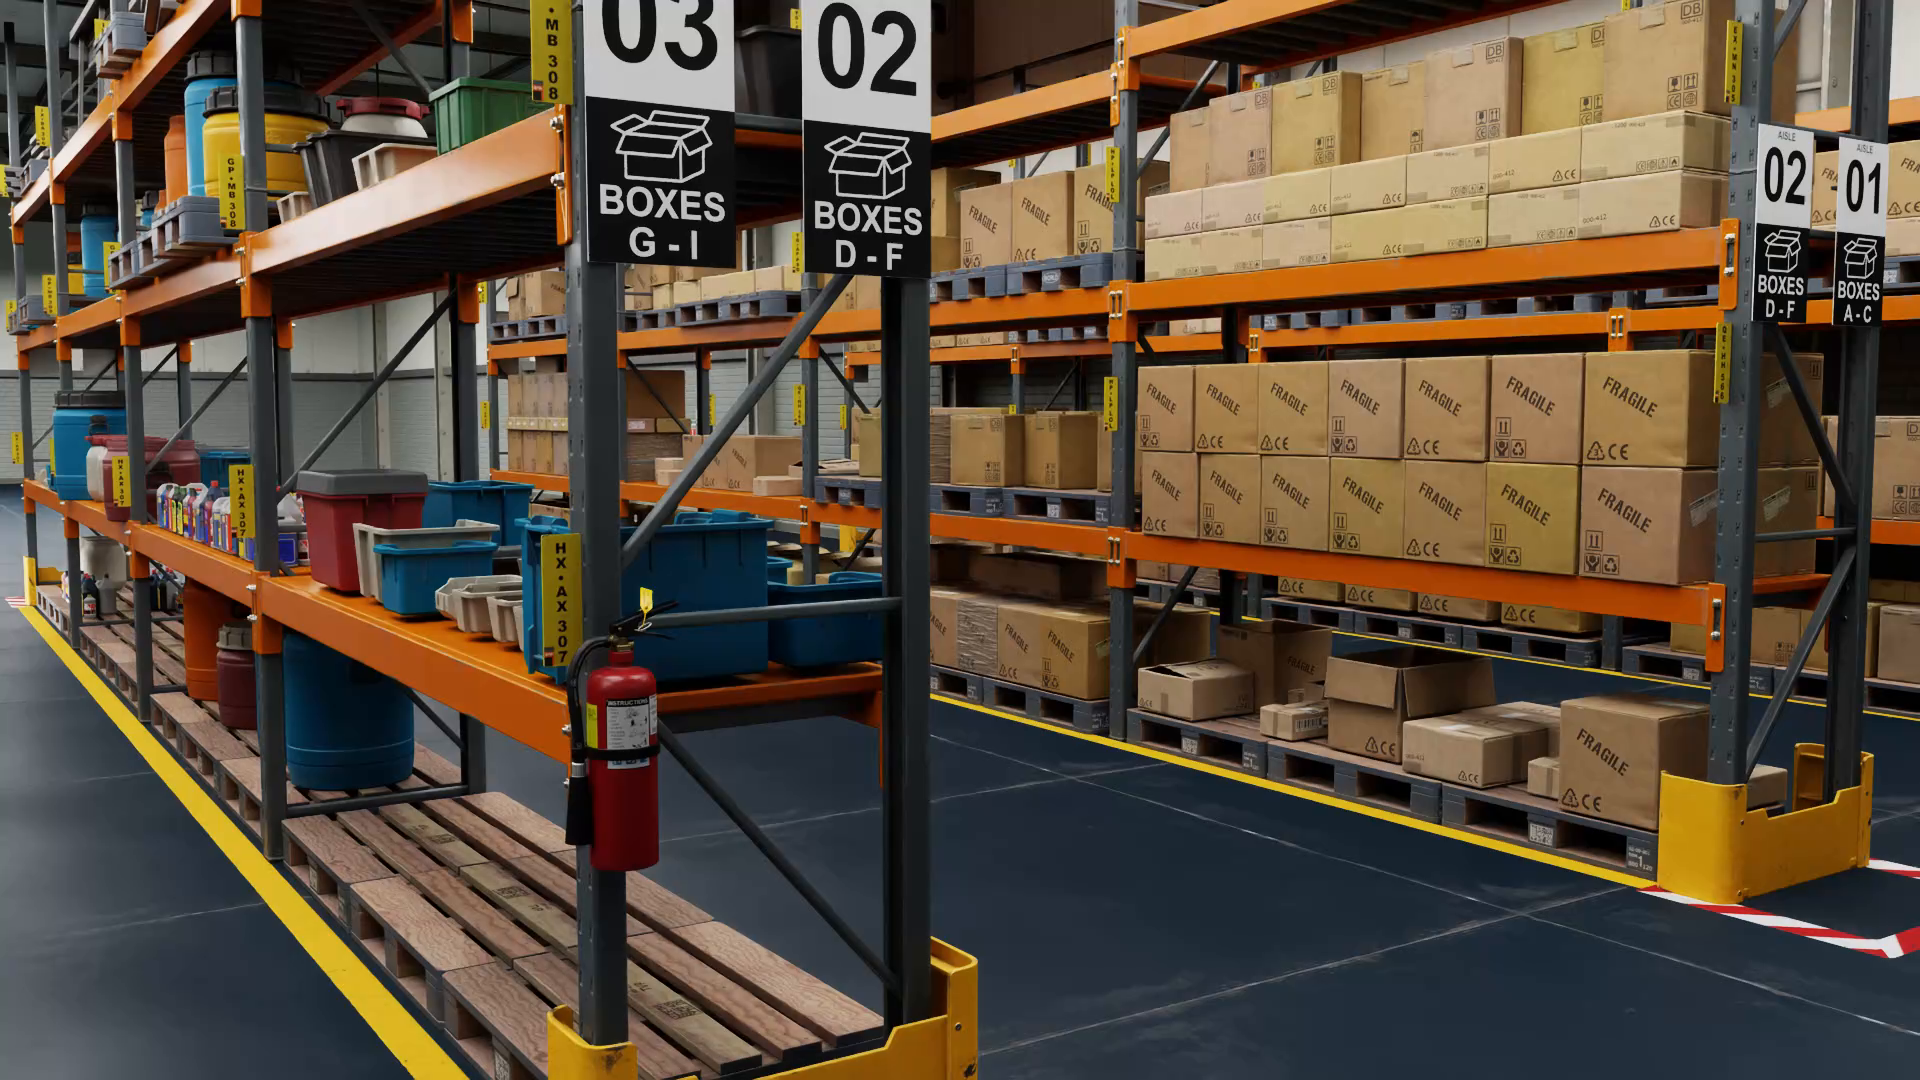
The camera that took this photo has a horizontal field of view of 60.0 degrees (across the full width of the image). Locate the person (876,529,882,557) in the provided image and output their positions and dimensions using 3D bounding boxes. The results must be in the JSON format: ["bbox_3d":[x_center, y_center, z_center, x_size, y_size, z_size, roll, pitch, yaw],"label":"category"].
[{"bbox_3d":[-0.550,-0.117,16.317,0.625,1.847,0.413,-3,5,-31],"label":"person"}]
